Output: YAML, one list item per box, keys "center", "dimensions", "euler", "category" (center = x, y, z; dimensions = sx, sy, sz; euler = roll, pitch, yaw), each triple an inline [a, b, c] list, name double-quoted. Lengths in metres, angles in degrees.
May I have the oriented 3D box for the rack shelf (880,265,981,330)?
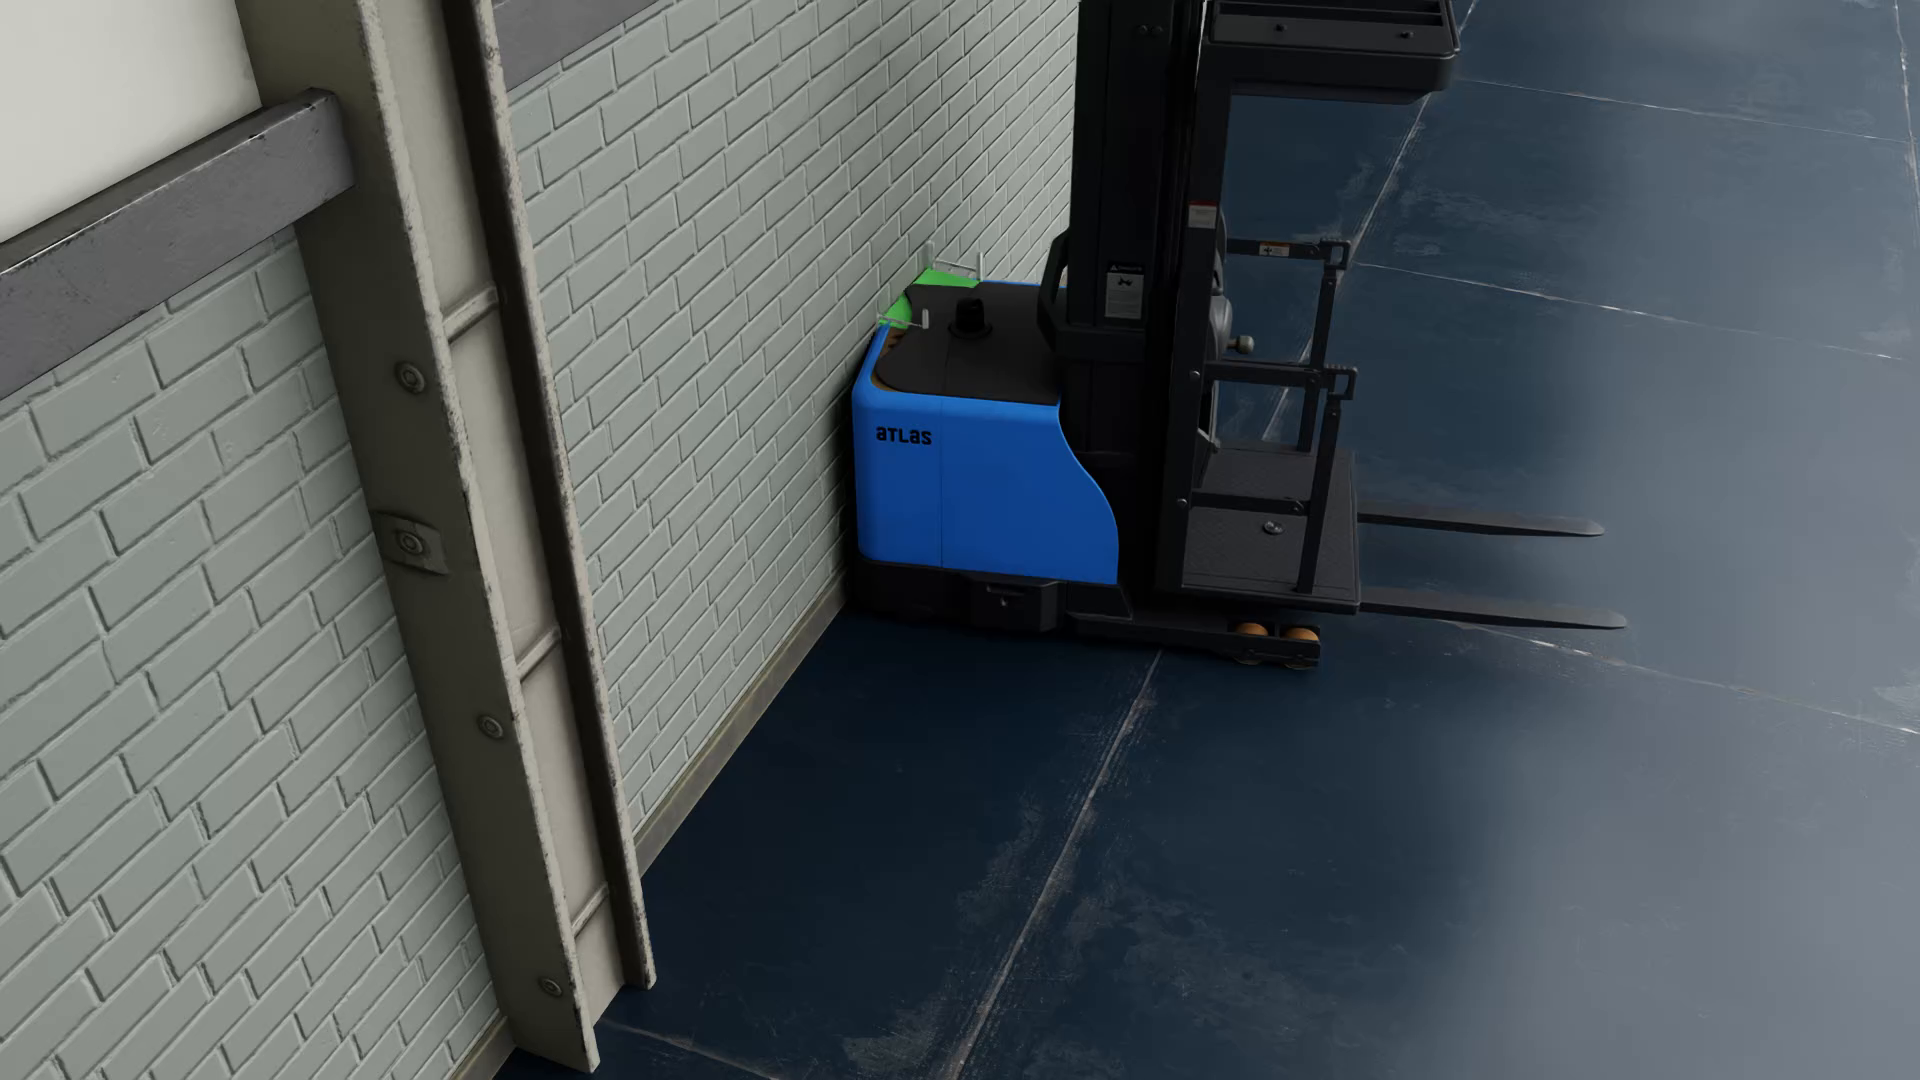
- center: [-0.127, -0.921, 6.782]
  dimensions: [0.258, 0.148, 0.480]
  euler: [17, 42, 20]
  category: "rack shelf"

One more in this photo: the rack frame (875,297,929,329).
- center: [-0.231, -0.459, 6.876]
  dimensions: [0.240, 1.200, 0.015]
  euler: [17, 42, 20]
  category: "rack frame"

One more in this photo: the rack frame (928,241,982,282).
- center: [-0.019, -0.739, 7.216]
  dimensions: [0.240, 1.200, 0.015]
  euler: [17, 42, 20]
  category: "rack frame"

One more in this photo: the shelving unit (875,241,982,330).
- center: [-0.125, -0.599, 7.046]
  dimensions: [0.258, 1.200, 0.503]
  euler: [17, 42, 20]
  category: "shelving unit"

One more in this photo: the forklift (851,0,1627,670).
- center: [1.140, -1.006, 6.148]
  dimensions: [3.031, 2.935, 1.130]
  euler: [6, 37, 7]
  category: "forklift"

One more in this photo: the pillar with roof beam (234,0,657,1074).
- center: [2.789, -1.139, 1.257]
  dimensions: [9.100, 9.000, 0.400]
  euler: [14, 39, 18]
  category: "pillar with roof beam"
